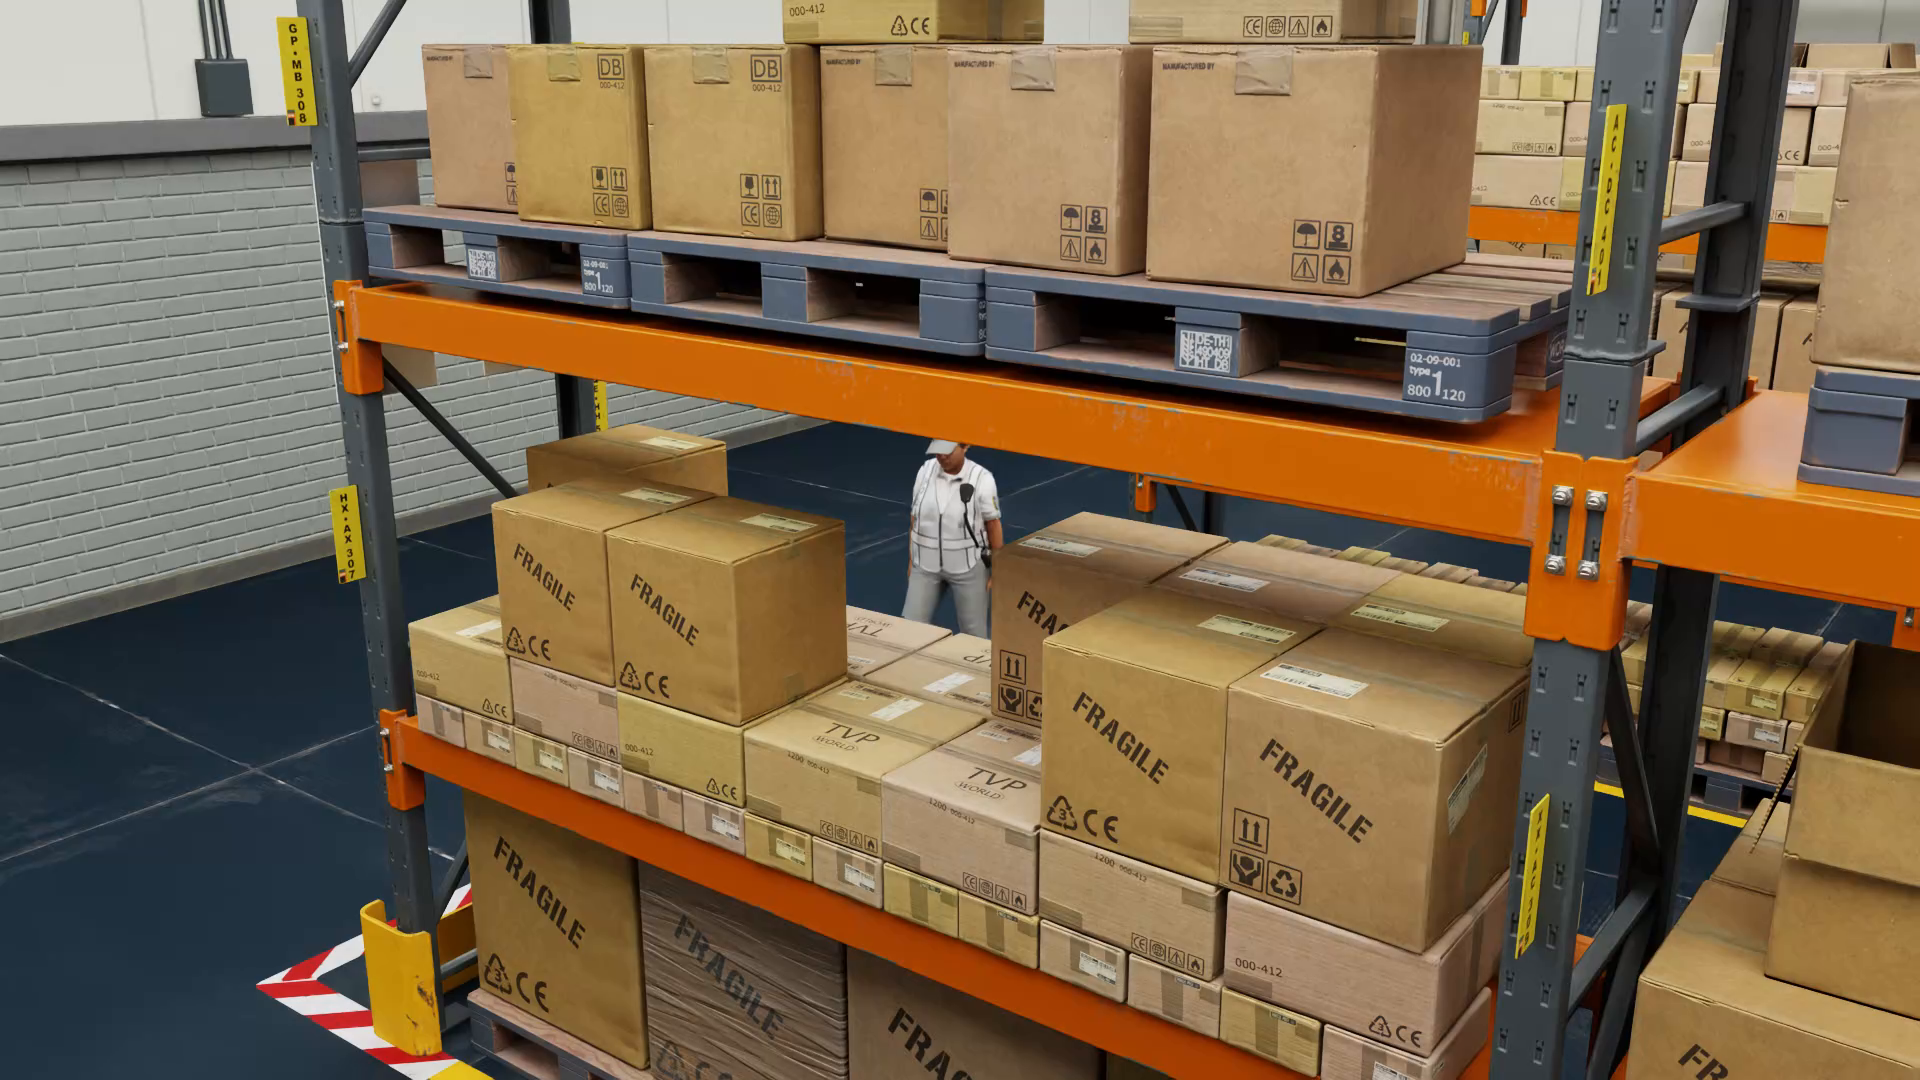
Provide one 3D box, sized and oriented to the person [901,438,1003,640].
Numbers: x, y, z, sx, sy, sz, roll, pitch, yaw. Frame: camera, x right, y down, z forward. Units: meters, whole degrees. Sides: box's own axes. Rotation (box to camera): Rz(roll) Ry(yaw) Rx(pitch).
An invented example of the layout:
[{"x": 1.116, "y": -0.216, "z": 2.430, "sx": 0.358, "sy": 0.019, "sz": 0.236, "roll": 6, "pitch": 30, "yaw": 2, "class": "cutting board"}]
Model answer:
[{"x": -0.022, "y": 0.153, "z": 8.958, "sx": 0.548, "sy": 1.661, "sz": 0.479, "roll": 5, "pitch": 17, "yaw": 16, "class": "person"}]
